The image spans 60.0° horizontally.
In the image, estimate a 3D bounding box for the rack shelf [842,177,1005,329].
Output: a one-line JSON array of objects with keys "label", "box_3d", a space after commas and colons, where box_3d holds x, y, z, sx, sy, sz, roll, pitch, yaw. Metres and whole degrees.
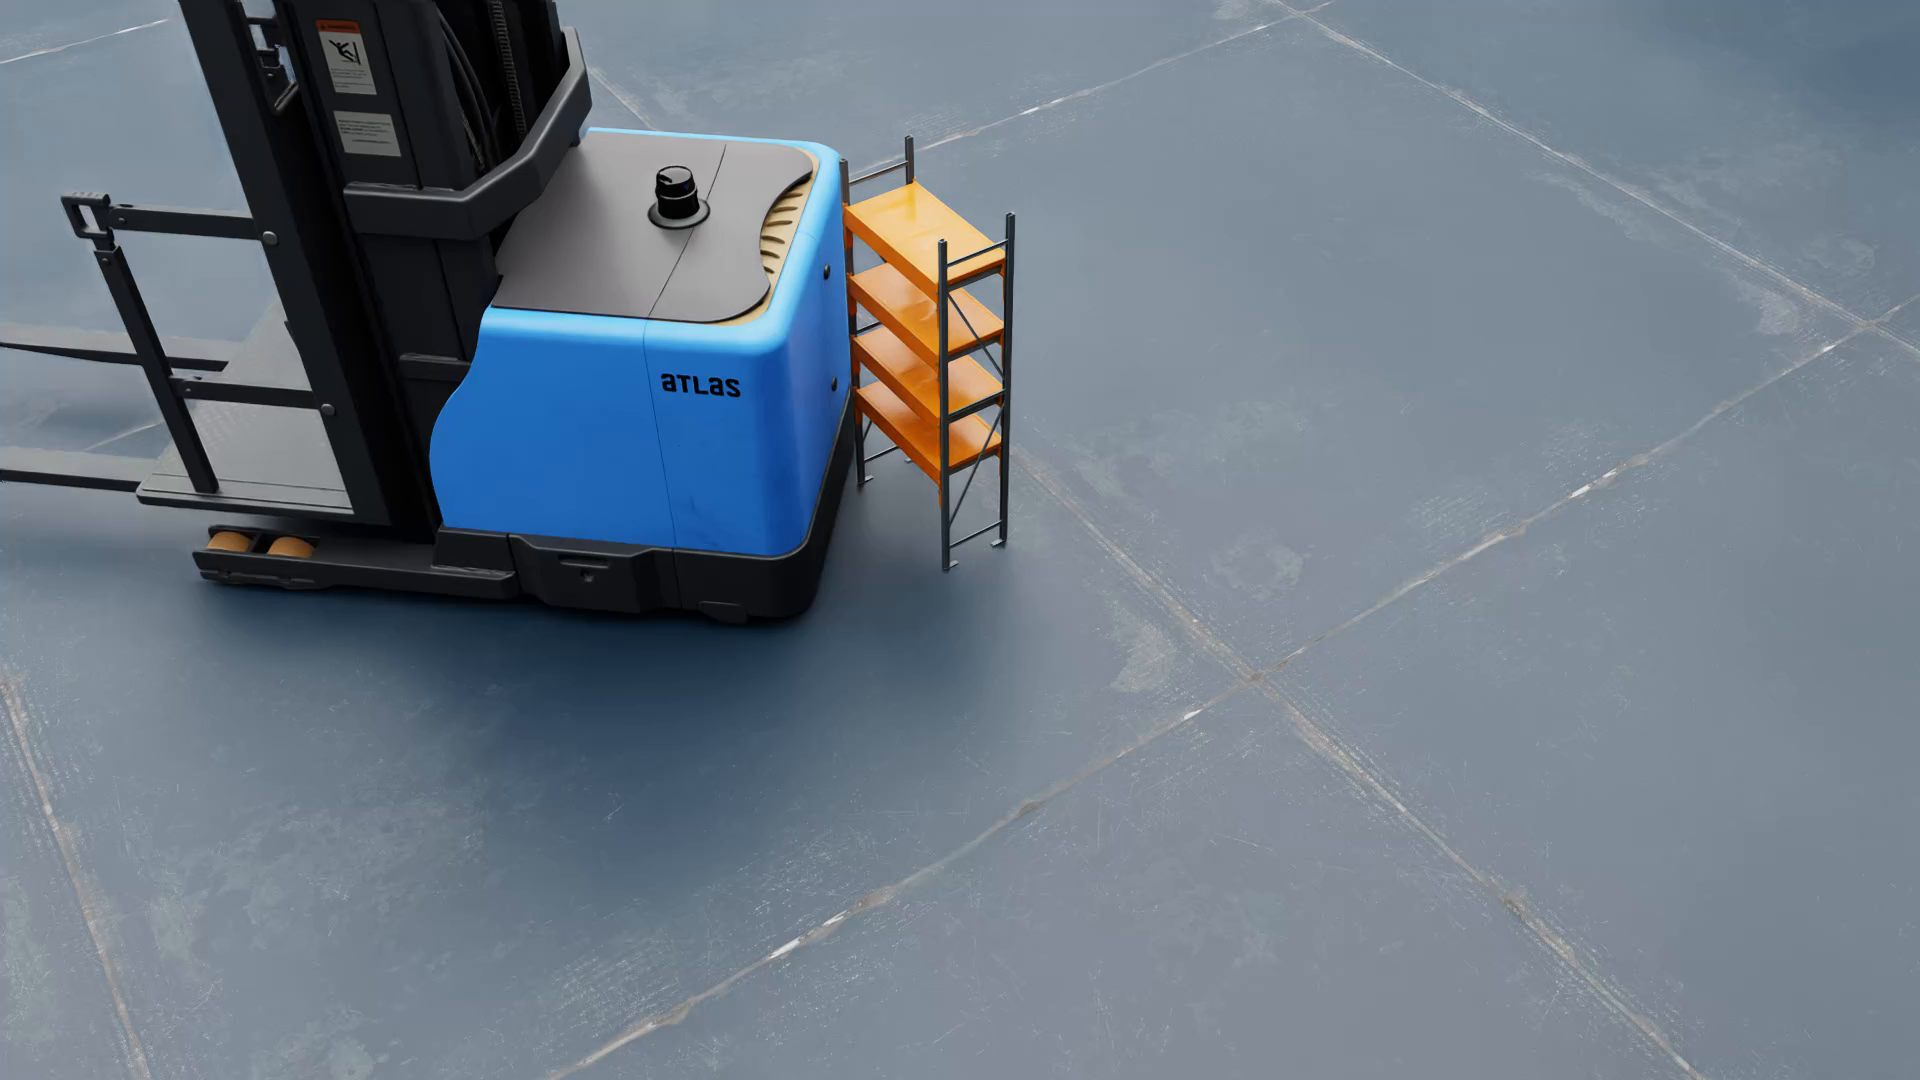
[{"label": "rack shelf", "box_3d": [-0.095, -0.812, 4.662, 0.258, 0.148, 0.480, -26, 49, -24]}]

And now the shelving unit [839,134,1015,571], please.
[{"label": "shelving unit", "box_3d": [-0.094, -0.528, 4.934, 0.258, 1.200, 0.503, -26, 49, -24]}]

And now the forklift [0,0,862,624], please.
[{"label": "forklift", "box_3d": [-1.883, -1.263, 4.451, 3.031, 2.935, 1.130, 5, 44, 5]}]

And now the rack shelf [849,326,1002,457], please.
[{"label": "rack shelf", "box_3d": [-0.094, -0.479, 4.980, 0.258, 0.148, 0.480, -26, 49, -24]}]

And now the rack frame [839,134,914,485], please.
[{"label": "rack frame", "box_3d": [-0.233, -0.666, 5.079, 0.240, 1.200, 0.015, -26, 49, -24]}]

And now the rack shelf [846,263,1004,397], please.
[{"label": "rack shelf", "box_3d": [-0.094, -0.641, 4.826, 0.258, 0.148, 0.480, -26, 49, -24]}]

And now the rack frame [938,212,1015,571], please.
[{"label": "rack frame", "box_3d": [0.045, -0.390, 4.789, 0.240, 1.200, 0.015, -26, 49, -24]}]

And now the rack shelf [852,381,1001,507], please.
[{"label": "rack shelf", "box_3d": [-0.094, -0.336, 5.117, 0.258, 0.148, 0.480, -26, 49, -24]}]
